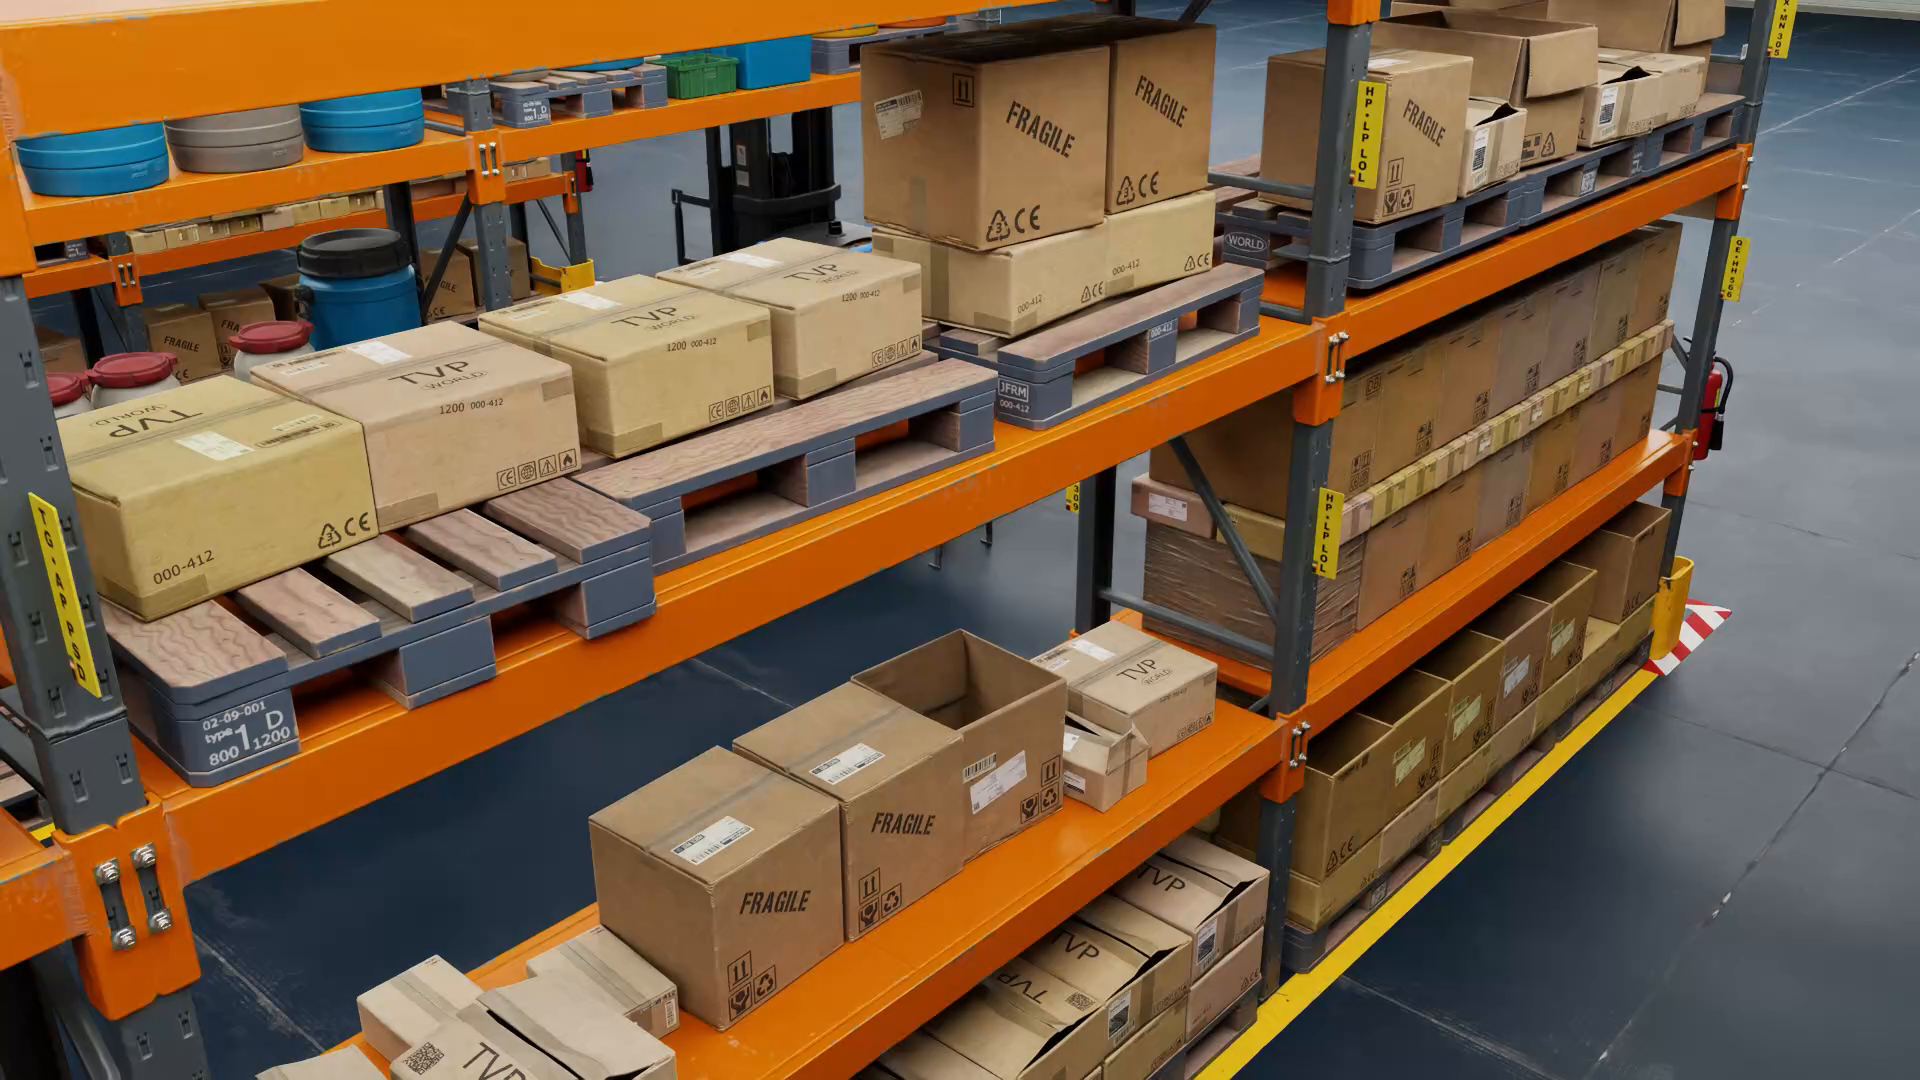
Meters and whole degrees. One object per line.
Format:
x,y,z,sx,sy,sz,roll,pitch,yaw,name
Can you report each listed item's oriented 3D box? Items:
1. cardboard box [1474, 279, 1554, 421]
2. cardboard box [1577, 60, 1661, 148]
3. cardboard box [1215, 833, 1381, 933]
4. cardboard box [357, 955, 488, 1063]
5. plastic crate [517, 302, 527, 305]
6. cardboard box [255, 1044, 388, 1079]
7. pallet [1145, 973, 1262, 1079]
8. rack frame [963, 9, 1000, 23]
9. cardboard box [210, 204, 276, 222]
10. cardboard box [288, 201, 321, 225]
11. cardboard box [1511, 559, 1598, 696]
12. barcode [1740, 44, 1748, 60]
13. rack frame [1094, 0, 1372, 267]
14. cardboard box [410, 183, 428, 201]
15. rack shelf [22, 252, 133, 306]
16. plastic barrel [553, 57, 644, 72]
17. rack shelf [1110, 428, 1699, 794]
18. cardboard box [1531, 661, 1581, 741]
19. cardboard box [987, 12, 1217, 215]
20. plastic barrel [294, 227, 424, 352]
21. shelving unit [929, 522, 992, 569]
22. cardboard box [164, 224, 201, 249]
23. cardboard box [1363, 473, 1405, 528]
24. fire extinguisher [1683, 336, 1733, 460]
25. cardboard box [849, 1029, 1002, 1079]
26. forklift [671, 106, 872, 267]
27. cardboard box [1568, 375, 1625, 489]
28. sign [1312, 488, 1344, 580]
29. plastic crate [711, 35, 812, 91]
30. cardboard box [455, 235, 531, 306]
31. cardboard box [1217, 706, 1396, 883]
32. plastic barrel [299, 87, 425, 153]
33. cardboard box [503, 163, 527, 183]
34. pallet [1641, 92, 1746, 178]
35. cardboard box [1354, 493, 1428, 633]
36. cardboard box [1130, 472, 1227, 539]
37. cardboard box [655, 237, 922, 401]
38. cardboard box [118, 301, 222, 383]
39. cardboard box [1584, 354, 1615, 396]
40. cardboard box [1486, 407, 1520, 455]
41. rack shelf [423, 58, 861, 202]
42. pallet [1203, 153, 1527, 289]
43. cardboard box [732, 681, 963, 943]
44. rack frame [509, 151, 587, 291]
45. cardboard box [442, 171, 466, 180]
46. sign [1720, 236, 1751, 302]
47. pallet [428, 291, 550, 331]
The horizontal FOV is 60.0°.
2.169,-0.908,7.401,0.700,0.500,0.500,20,31,38,cardboard box
2.599,-1.885,7.046,0.500,0.311,0.500,-20,31,-37,cardboard box
1.408,1.330,6.965,0.500,0.250,0.500,20,31,38,cardboard box
-1.402,1.309,4.471,0.380,0.149,0.250,20,31,38,cardboard box
-2.369,-1.125,9.668,0.767,0.338,0.504,20,31,38,plastic crate
-1.522,1.486,3.879,0.500,0.311,0.500,-22,32,-40,cardboard box
0.410,1.833,6.404,1.003,0.211,1.213,20,31,38,pallet
-0.144,-4.985,10.868,1.000,3.000,0.127,20,31,38,rack frame
-5.796,-2.825,12.899,0.875,0.500,0.500,20,31,38,cardboard box
-5.319,-2.637,13.273,0.380,0.149,0.250,20,31,38,cardboard box
2.749,0.381,8.166,0.500,0.500,0.500,20,31,38,cardboard box
3.700,-2.303,7.845,0.001,0.075,0.075,20,31,38,barcode
0.873,-2.412,5.131,1.000,3.000,0.127,20,31,38,rack frame
-4.691,-2.956,13.985,0.380,0.149,0.250,20,31,38,cardboard box
-7.837,-1.443,11.182,1.077,0.370,4.000,20,31,38,rack shelf
-2.070,-3.092,9.186,0.600,0.901,0.708,20,31,38,plastic barrel
2.207,0.044,7.865,1.077,0.370,4.000,20,31,38,rack shelf
2.747,0.722,8.321,0.500,0.250,0.500,20,31,38,cardboard box
0.432,-1.332,5.141,0.500,0.500,0.500,21,31,38,cardboard box
-3.297,-1.222,9.197,0.600,0.901,0.708,20,31,38,plastic barrel
-0.110,-0.908,10.208,0.431,2.100,0.503,20,31,38,shelving unit
-5.958,-2.322,12.570,0.380,0.149,0.250,20,31,38,cardboard box
1.535,-0.201,6.617,0.380,0.149,0.250,19,30,36,cardboard box
3.967,-0.767,8.890,0.296,0.674,0.183,20,31,38,fire extinguisher
-0.200,1.798,5.236,0.500,0.311,0.500,20,31,37,cardboard box
-1.861,-3.129,14.147,3.031,2.935,1.130,20,31,37,forklift
2.874,-0.639,8.387,0.700,0.500,0.500,21,32,39,cardboard box
1.283,-0.022,5.814,0.100,0.325,0.005,20,31,38,sign
-1.192,-2.945,10.006,0.392,0.384,0.575,20,31,38,plastic crate
-4.262,-2.465,15.123,0.500,0.500,0.500,-17,29,-34,cardboard box
1.415,0.990,6.806,0.500,0.500,0.500,20,31,38,cardboard box
-2.991,-2.412,8.184,0.600,0.901,0.708,20,31,38,plastic barrel
-4.036,-3.266,14.674,0.380,0.149,0.250,20,31,38,cardboard box
3.051,-2.014,8.016,1.003,0.211,1.213,20,31,38,pallet
1.511,-0.020,7.006,0.700,0.500,0.500,20,31,37,cardboard box
0.895,-0.158,6.520,0.380,0.149,0.250,20,31,37,cardboard box
-0.449,-0.601,4.428,0.500,0.250,0.500,17,29,33,cardboard box
-6.205,-1.543,13.067,0.500,0.500,0.500,19,30,36,cardboard box
2.915,-0.833,8.025,0.380,0.149,0.250,21,31,38,cardboard box
2.227,-0.518,7.325,0.380,0.149,0.250,20,31,37,cardboard box
-1.479,-2.678,10.270,1.077,0.370,4.000,20,31,38,rack shelf
1.423,-1.270,6.358,1.003,0.211,1.213,20,31,38,pallet
-0.338,0.822,5.128,0.500,0.500,0.500,20,31,38,cardboard box
-3.832,-3.600,15.112,1.000,3.000,0.127,20,31,38,rack frame
-4.464,-3.436,14.261,0.875,0.500,0.500,20,31,38,cardboard box
3.937,-1.378,8.451,0.100,0.325,0.005,20,31,38,sign
-4.452,-2.066,15.100,1.003,0.211,1.213,20,31,38,pallet
